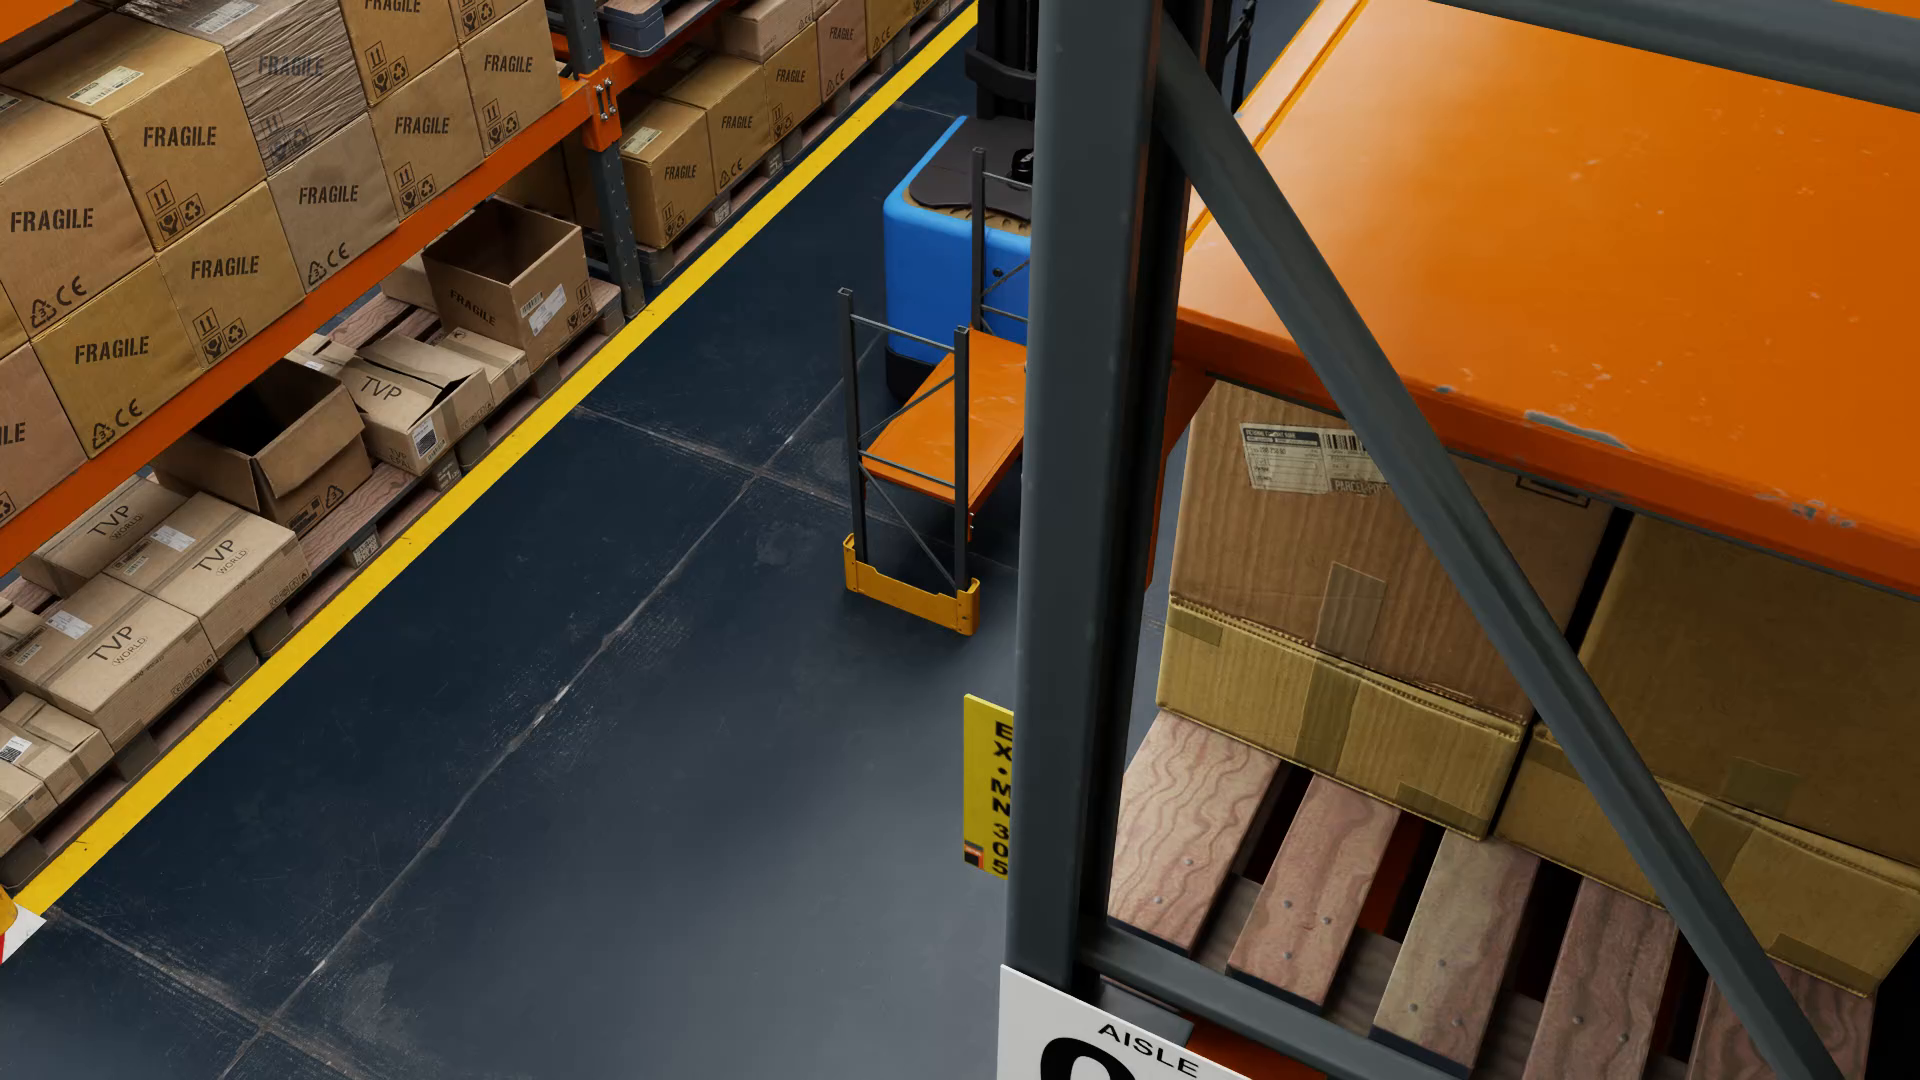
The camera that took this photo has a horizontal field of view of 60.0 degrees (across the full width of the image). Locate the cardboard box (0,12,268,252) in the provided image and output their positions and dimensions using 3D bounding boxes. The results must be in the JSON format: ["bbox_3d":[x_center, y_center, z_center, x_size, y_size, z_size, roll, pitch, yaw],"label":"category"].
[{"bbox_3d":[-2.718,-1.350,5.482,0.500,0.500,0.500,20,49,19],"label":"cardboard box"}]

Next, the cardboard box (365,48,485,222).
[{"bbox_3d":[-2.251,-1.635,6.467,0.500,0.500,0.500,22,49,20],"label":"cardboard box"}]

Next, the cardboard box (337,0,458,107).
[{"bbox_3d":[-2.249,-1.984,6.109,0.500,0.500,0.500,20,49,18],"label":"cardboard box"}]

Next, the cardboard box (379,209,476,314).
[{"bbox_3d":[-2.395,-1.342,7.828,0.500,0.311,0.500,20,49,19],"label":"cardboard box"}]

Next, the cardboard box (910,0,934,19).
[{"bbox_3d":[-0.378,-3.454,9.783,0.500,0.500,0.500,22,49,21],"label":"cardboard box"}]

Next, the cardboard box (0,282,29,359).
[{"bbox_3d":[-3.190,-0.716,4.855,0.500,0.500,0.500,21,49,19],"label":"cardboard box"}]

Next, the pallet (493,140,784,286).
[{"bbox_3d":[-1.664,-1.870,8.730,1.003,0.211,1.213,20,49,19],"label":"pallet"}]

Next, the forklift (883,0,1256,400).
[{"bbox_3d":[0.750,-2.478,7.418,1.130,2.935,3.031,19,48,18],"label":"forklift"}]

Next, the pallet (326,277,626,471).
[{"bbox_3d":[-2.328,-0.913,7.784,1.003,0.211,1.213,20,49,19],"label":"pallet"}]

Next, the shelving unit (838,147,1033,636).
[{"bbox_3d":[0.035,-0.575,6.544,0.587,1.500,1.083,20,49,19],"label":"shelving unit"}]

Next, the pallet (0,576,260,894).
[{"bbox_3d":[-3.461,0.625,6.264,1.003,0.211,1.213,20,49,19],"label":"pallet"}]

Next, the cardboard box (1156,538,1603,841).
[{"bbox_3d":[0.629,0.094,2.458,0.500,0.250,0.500,22,49,20],"label":"cardboard box"}]

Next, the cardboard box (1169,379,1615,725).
[{"bbox_3d":[0.622,-0.171,2.194,0.500,0.500,0.500,20,49,19],"label":"cardboard box"}]

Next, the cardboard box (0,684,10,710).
[{"bbox_3d":[-3.831,0.495,5.880,0.500,0.500,0.500,20,49,19],"label":"cardboard box"}]

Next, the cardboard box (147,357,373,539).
[{"bbox_3d":[-2.876,-0.417,6.779,0.797,0.503,0.637,20,49,19],"label":"cardboard box"}]

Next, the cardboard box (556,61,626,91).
[{"bbox_3d":[-1.796,-2.315,8.657,0.500,0.500,0.500,21,49,19],"label":"cardboard box"}]

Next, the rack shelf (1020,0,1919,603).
[{"bbox_3d":[1.452,-1.147,2.624,1.077,0.370,4.000,20,49,19],"label":"rack shelf"}]

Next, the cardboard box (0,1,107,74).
[{"bbox_3d":[-3.194,-1.533,5.663,0.500,0.500,0.500,22,49,20],"label":"cardboard box"}]

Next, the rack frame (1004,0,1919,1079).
[{"bbox_3d":[0.524,-0.281,0.981,1.000,3.000,0.127,20,49,19],"label":"rack frame"}]

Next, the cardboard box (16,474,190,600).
[{"bbox_3d":[-3.364,-0.006,6.551,0.500,0.250,0.500,20,49,19],"label":"cardboard box"}]

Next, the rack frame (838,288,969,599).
[{"bbox_3d":[-0.196,-0.261,6.233,0.500,1.500,0.032,20,49,19],"label":"rack frame"}]

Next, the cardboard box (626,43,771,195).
[{"bbox_3d":[-1.330,-2.165,8.509,0.500,0.500,0.500,21,49,20],"label":"cardboard box"}]

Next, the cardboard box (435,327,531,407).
[{"bbox_3d":[-2.143,-0.769,7.376,0.380,0.149,0.250,20,49,19],"label":"cardboard box"}]

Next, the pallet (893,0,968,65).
[{"bbox_3d":[-0.532,-3.407,10.249,1.003,0.211,1.213,20,49,19],"label":"pallet"}]

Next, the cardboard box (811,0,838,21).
[{"bbox_3d":[-0.872,-3.035,8.842,0.500,0.250,0.500,20,49,18],"label":"cardboard box"}]

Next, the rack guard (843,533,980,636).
[{"bbox_3d":[-0.196,0.178,6.678,0.587,0.250,0.087,20,49,19],"label":"rack guard"}]

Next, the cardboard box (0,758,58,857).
[{"bbox_3d":[-3.367,0.892,5.735,0.380,0.149,0.250,20,49,19],"label":"cardboard box"}]

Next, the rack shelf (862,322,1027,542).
[{"bbox_3d":[0.040,-0.455,6.678,0.538,0.185,1.000,20,49,19],"label":"rack shelf"}]

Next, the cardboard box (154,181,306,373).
[{"bbox_3d":[-2.722,-0.989,5.828,0.500,0.500,0.500,21,49,20],"label":"cardboard box"}]

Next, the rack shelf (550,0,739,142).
[{"bbox_3d":[-1.080,-3.332,8.720,1.077,0.370,4.000,20,49,19],"label":"rack shelf"}]

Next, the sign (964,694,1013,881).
[{"bbox_3d":[0.050,0.302,1.946,0.100,0.325,0.005,20,49,19],"label":"sign"}]

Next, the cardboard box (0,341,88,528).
[{"bbox_3d":[-3.191,-0.360,5.206,0.500,0.500,0.500,20,49,19],"label":"cardboard box"}]

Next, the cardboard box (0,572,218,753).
[{"bbox_3d":[-3.130,0.443,6.107,0.500,0.250,0.500,20,49,19],"label":"cardboard box"}]

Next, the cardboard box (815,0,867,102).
[{"bbox_3d":[-0.857,-2.796,9.132,0.500,0.500,0.500,19,48,18],"label":"cardboard box"}]
